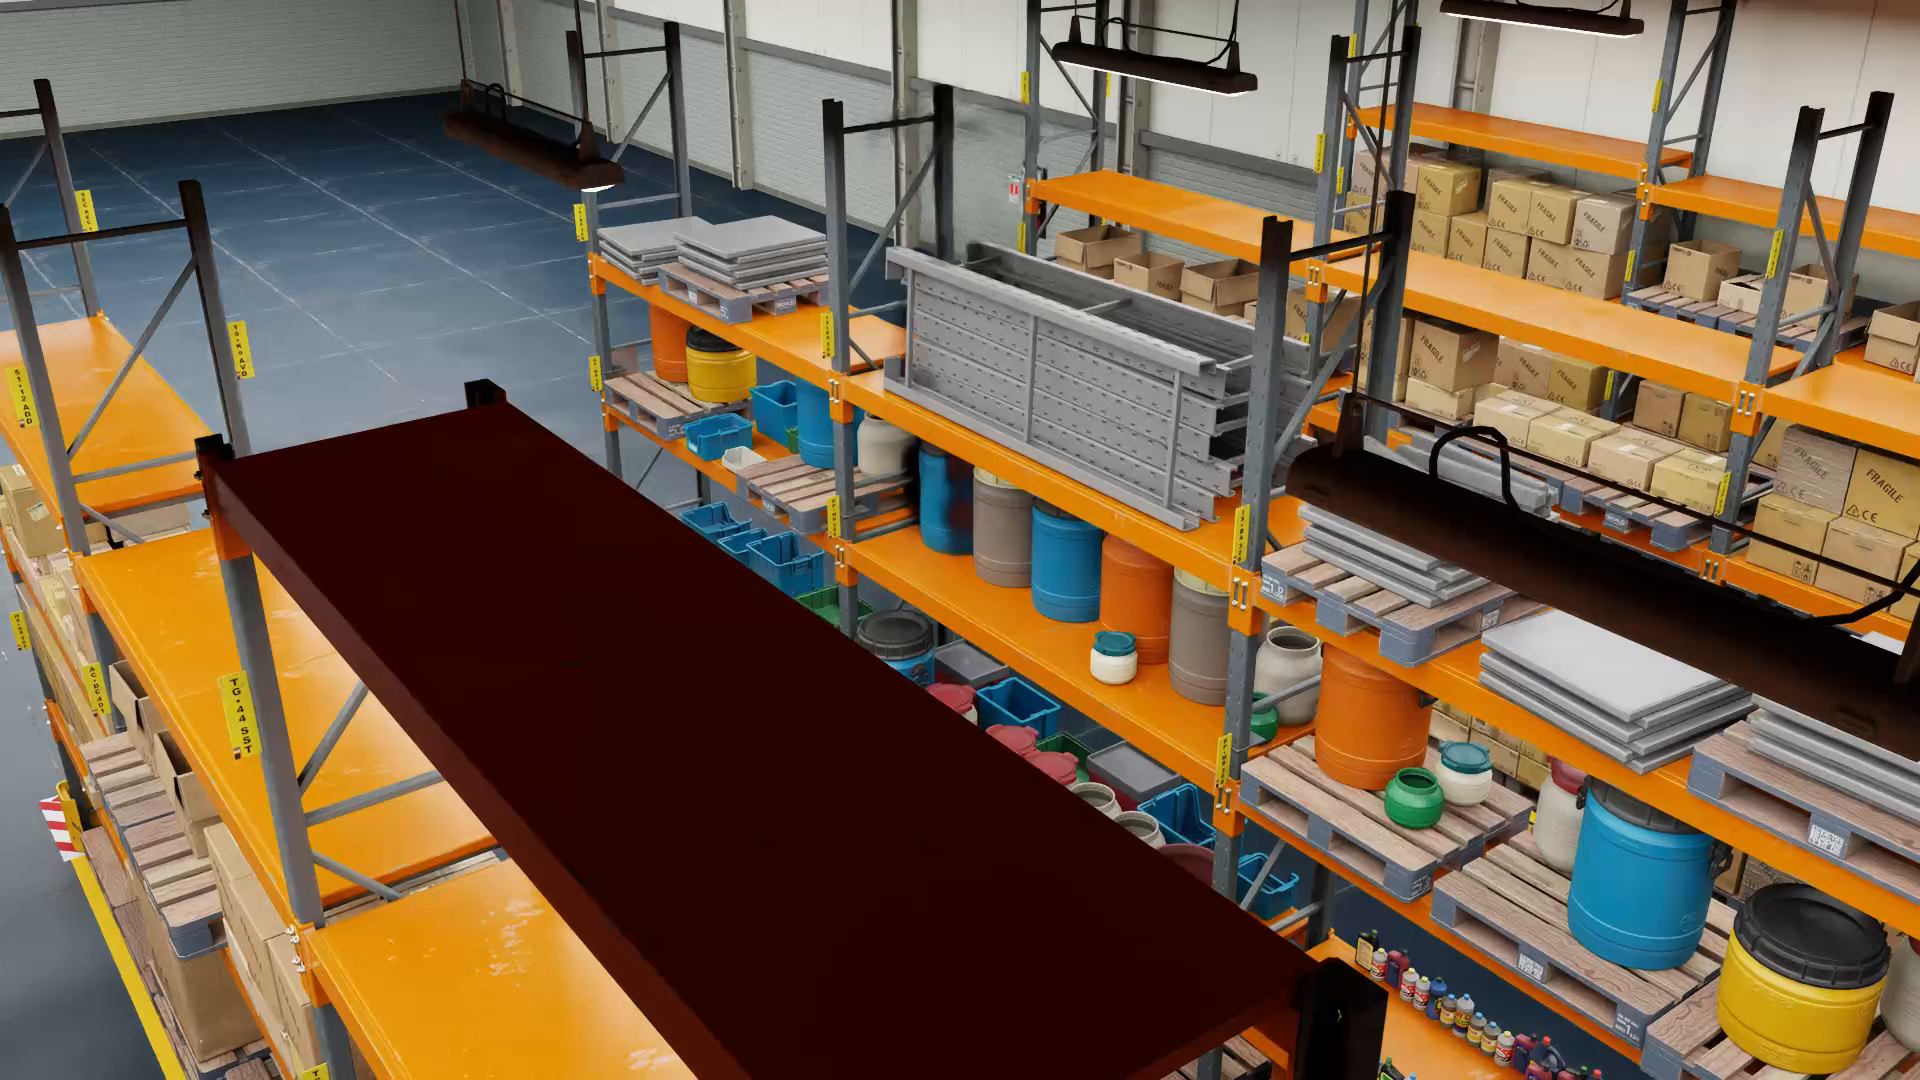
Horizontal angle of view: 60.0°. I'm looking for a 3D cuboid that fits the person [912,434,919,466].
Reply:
[{"bbox_3d":[-0.633,-1.377,19.899,0.663,1.741,0.694,-1,25,-1],"label":"person"}]
